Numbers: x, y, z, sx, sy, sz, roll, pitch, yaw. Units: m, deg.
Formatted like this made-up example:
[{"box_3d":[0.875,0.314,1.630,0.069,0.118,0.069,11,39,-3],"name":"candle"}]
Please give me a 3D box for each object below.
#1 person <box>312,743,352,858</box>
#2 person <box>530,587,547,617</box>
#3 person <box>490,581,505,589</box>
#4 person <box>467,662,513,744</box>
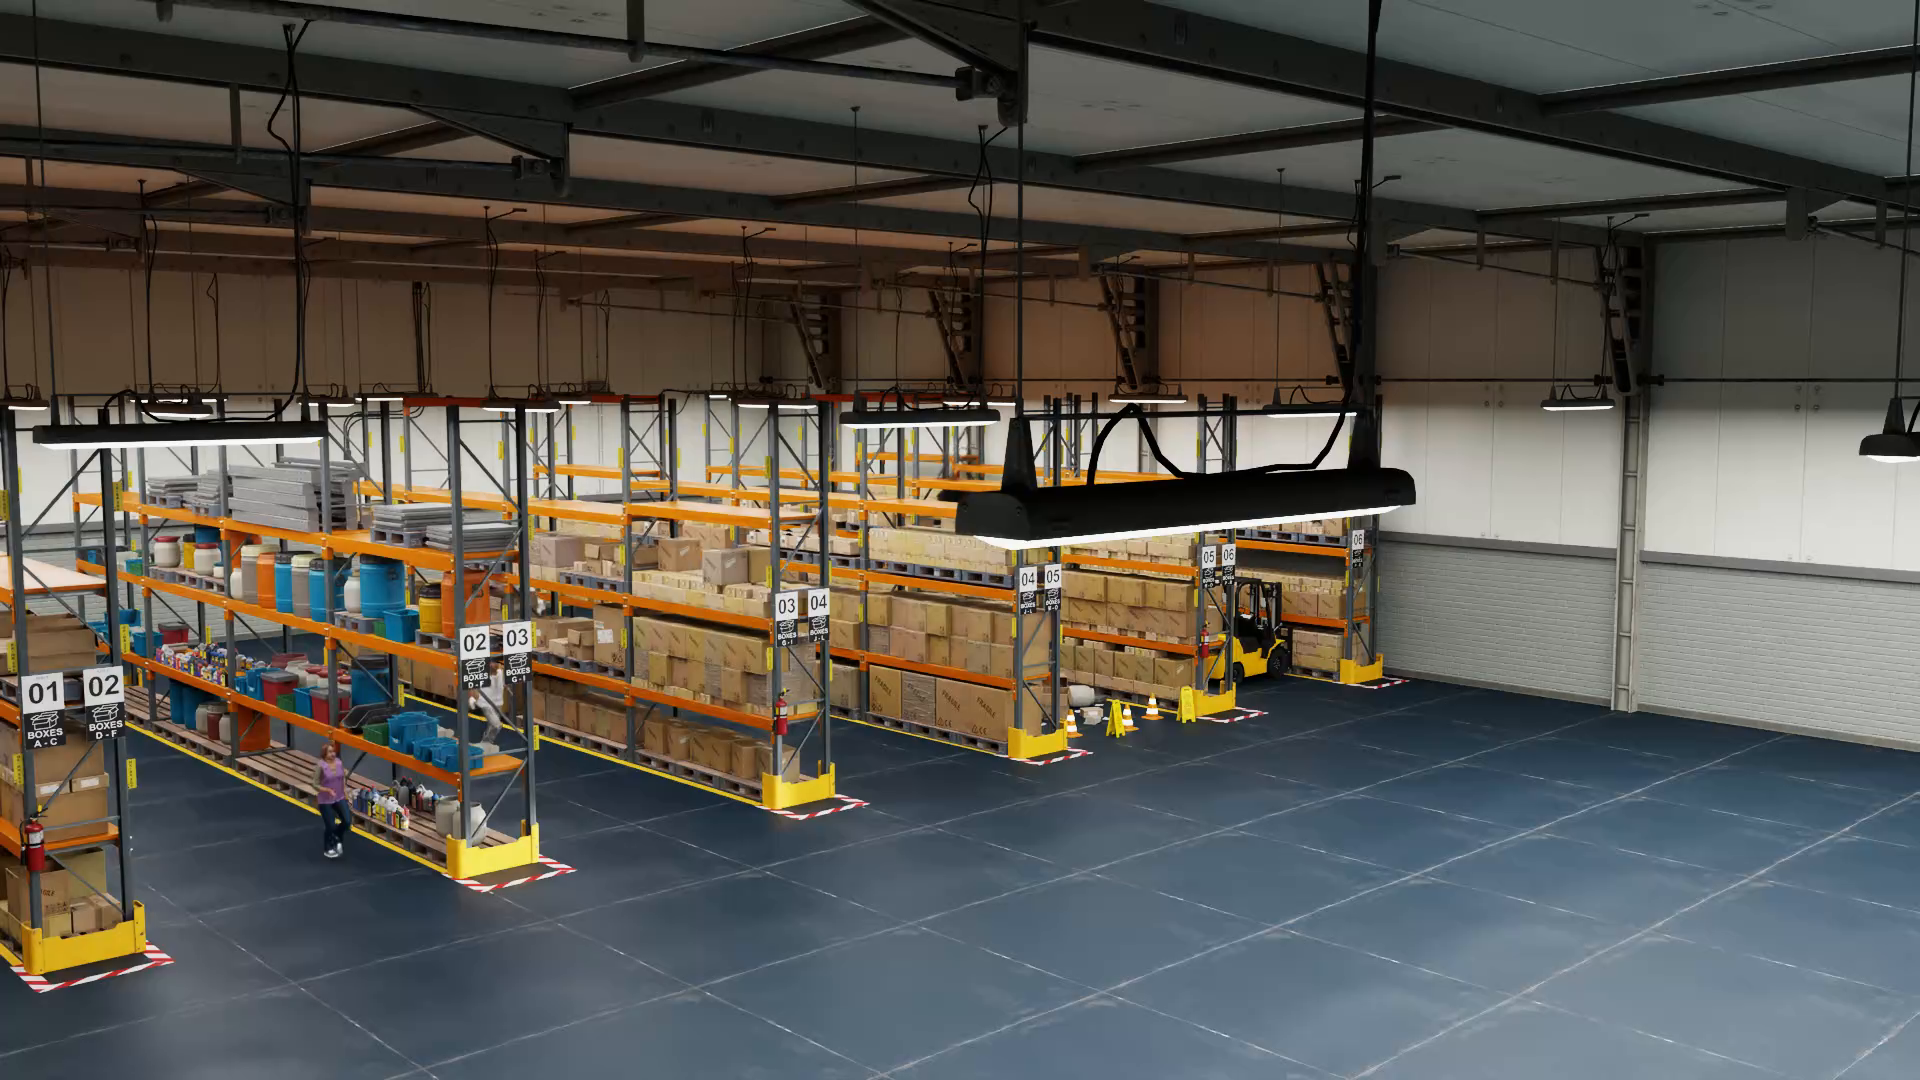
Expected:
[{"box_3d":[-8.226,3.431,21.838,0.586,1.558,0.508,5,8,44],"name":"person"},{"box_3d":[-9.531,1.900,37.041,0.701,1.745,0.694,-4,7,-36],"name":"person"},{"box_3d":[-10.957,1.731,39.292,0.767,1.661,0.752,2,6,15],"name":"person"},{"box_3d":[-7.776,2.776,27.661,0.800,1.790,0.660,4,7,34],"name":"person"}]
